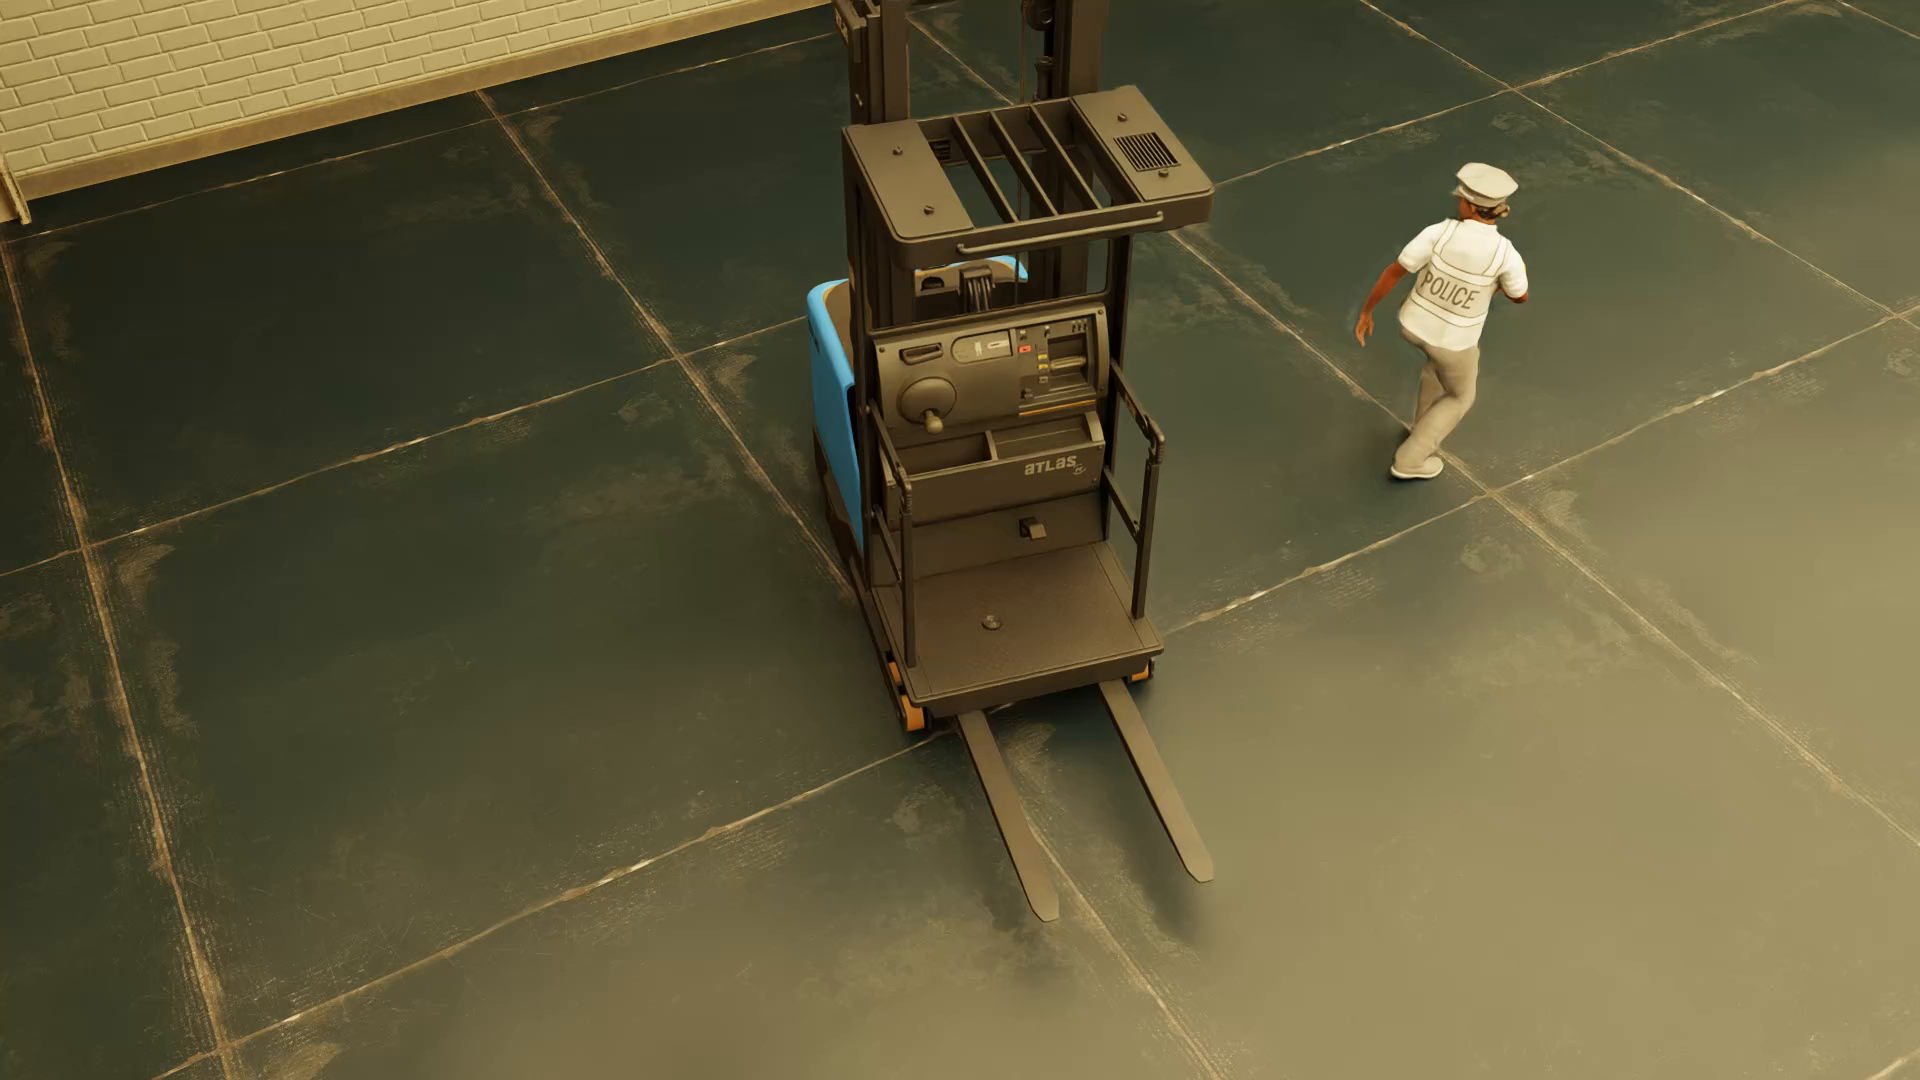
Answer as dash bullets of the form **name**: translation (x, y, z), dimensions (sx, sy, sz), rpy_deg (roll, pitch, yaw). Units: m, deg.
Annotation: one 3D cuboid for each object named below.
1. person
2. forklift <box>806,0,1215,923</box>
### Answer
- **person**: translation (2.263, -0.964, 7.763), dimensions (0.744, 1.662, 0.542), rpy_deg (-31, 51, -29)
- **forklift**: translation (0.195, -0.576, 6.319), dimensions (1.130, 2.935, 3.031), rpy_deg (-11, 44, -12)
